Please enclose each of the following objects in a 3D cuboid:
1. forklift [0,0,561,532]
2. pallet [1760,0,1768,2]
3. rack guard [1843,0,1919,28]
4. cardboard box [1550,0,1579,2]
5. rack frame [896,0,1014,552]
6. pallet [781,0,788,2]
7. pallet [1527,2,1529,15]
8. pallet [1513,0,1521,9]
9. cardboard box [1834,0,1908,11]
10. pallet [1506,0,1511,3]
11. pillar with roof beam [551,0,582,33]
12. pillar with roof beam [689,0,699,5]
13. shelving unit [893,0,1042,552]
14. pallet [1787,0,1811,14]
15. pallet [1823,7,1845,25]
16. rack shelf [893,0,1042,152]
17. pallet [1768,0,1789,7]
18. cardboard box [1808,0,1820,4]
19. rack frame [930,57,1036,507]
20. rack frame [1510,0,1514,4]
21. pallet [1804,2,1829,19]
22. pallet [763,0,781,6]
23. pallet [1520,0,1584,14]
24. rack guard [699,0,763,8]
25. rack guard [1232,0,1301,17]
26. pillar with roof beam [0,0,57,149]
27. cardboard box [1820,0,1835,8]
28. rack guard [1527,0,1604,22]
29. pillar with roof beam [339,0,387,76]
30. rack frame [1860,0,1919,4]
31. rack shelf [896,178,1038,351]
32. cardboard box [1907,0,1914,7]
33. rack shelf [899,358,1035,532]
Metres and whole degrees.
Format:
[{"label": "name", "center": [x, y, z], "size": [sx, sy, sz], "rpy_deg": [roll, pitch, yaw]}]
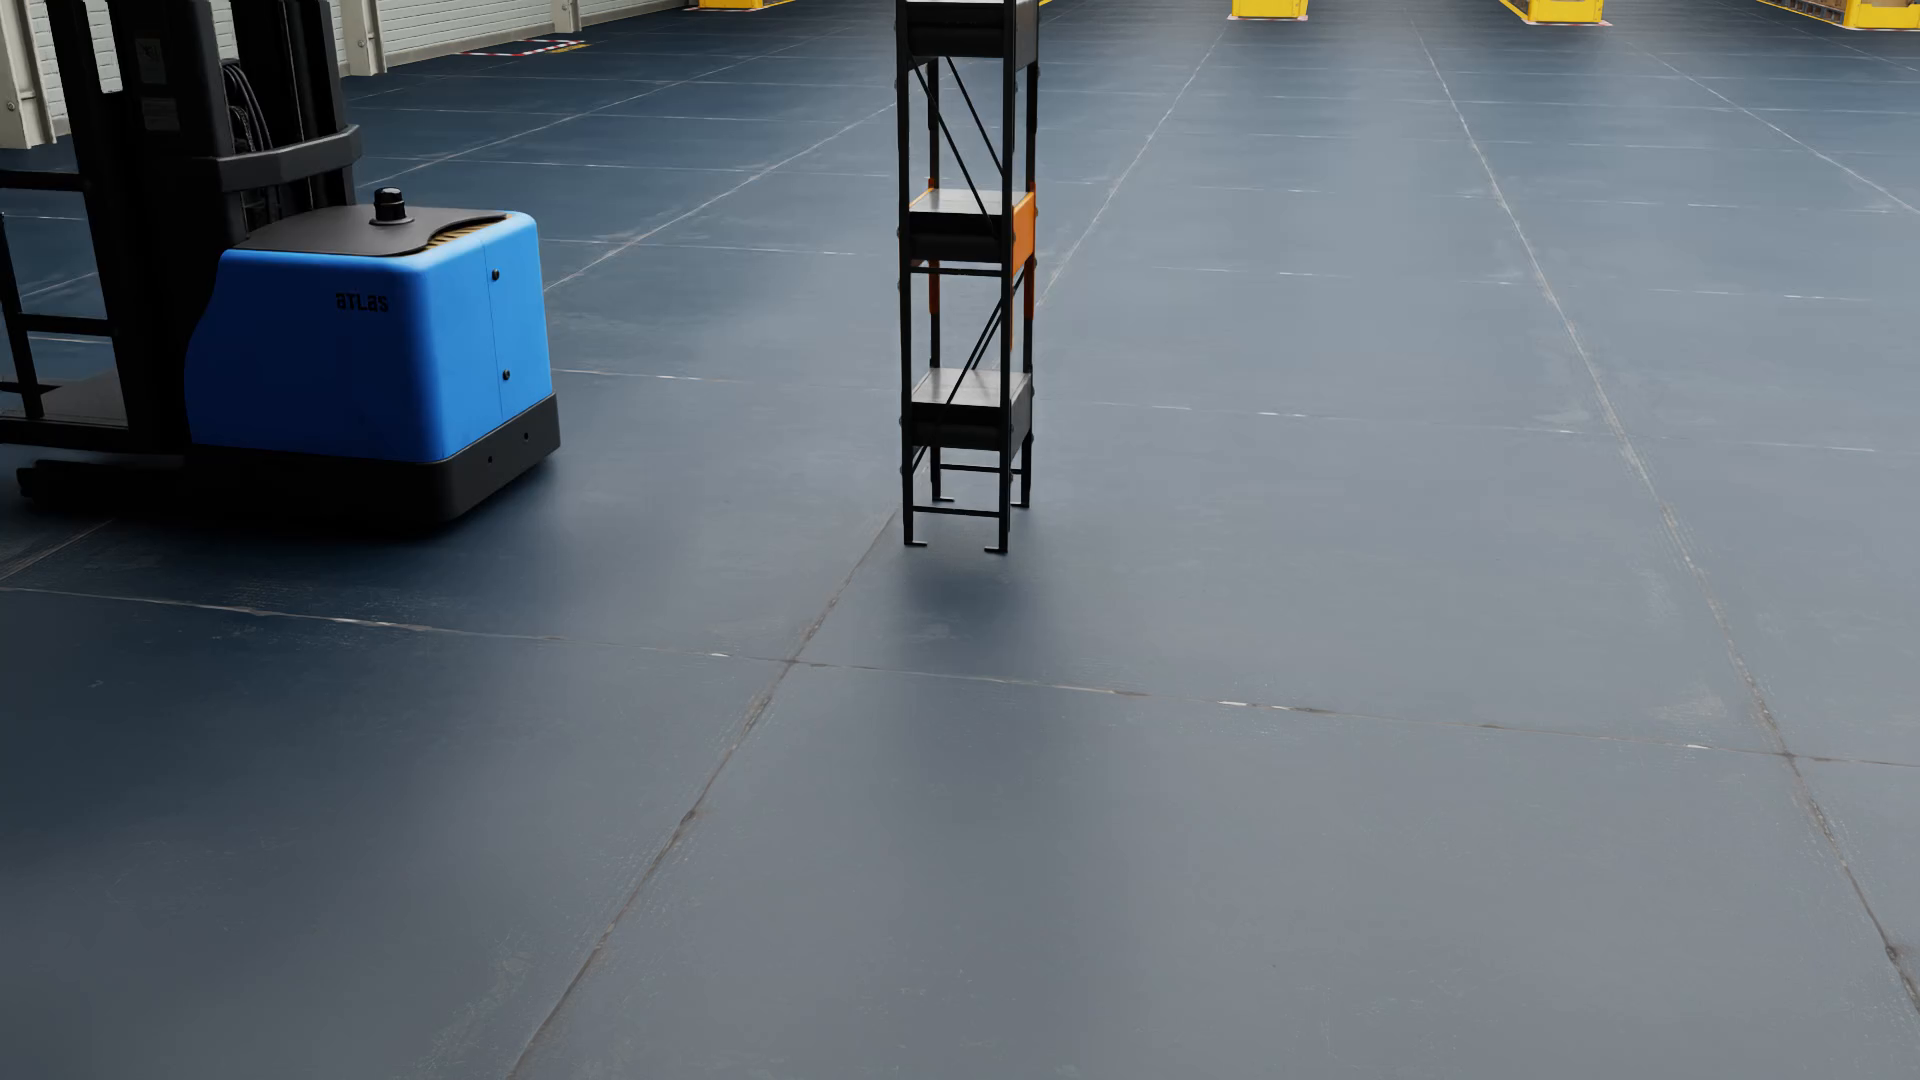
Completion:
[{"label": "forklift", "center": [-3.294, -1.669, 6.575], "size": [3.031, 2.935, 1.130], "rpy_deg": [5, 23, 13]}, {"label": "pallet", "center": [16.231, -10.684, 32.599], "size": [1.003, 0.211, 1.213], "rpy_deg": [4, 22, 11]}, {"label": "rack guard", "center": [15.080, -8.611, 27.064], "size": [1.175, 0.500, 0.348], "rpy_deg": [4, 22, 11]}, {"label": "cardboard box", "center": [10.394, -9.456, 28.602], "size": [0.500, 0.500, 0.500], "rpy_deg": [9, 24, 21]}, {"label": "rack frame", "center": [-0.016, -0.945, 5.890], "size": [0.400, 2.100, 0.015], "rpy_deg": [4, 22, 11]}, {"label": "pallet", "center": [-3.830, -10.800, 32.888], "size": [1.003, 0.211, 1.213], "rpy_deg": [4, 22, 11]}, {"label": "pallet", "center": [10.466, -9.223, 28.971], "size": [1.003, 0.211, 1.213], "rpy_deg": [4, 22, 11]}, {"label": "pallet", "center": [10.964, -10.115, 31.187], "size": [1.003, 0.211, 1.213], "rpy_deg": [4, 22, 11]}, {"label": "cardboard box", "center": [15.159, -9.241, 27.566], "size": [0.875, 0.875, 0.875], "rpy_deg": [5, 22, 11]}, {"label": "pallet", "center": [11.223, -10.648, 32.510], "size": [1.003, 0.211, 1.213], "rpy_deg": [4, 22, 11]}, {"label": "pillar with roof beam", "center": [-2.011, -11.909, 23.878], "size": [9.100, 9.000, 0.400], "rpy_deg": [4, 22, 11]}, {"label": "pillar with roof beam", "center": [-0.787, -14.103, 29.326], "size": [9.100, 9.000, 0.400], "rpy_deg": [4, 22, 11]}, {"label": "shelving unit", "center": [0.034, -1.035, 6.112], "size": [0.431, 2.100, 0.503], "rpy_deg": [4, 22, 11]}, {"label": "pallet", "center": [15.669, -9.676, 30.097], "size": [1.003, 0.211, 1.213], "rpy_deg": [4, 22, 11]}, {"label": "pallet", "center": [15.171, -8.784, 27.881], "size": [1.003, 0.211, 1.213], "rpy_deg": [4, 22, 11]}, {"label": "rack shelf", "center": [0.034, -1.671, 5.855], "size": [0.431, 0.518, 0.480], "rpy_deg": [4, 22, 11]}, {"label": "pallet", "center": [15.985, -10.236, 31.487], "size": [1.003, 0.211, 1.213], "rpy_deg": [4, 22, 11]}, {"label": "cardboard box", "center": [15.524, -9.896, 29.193], "size": [0.875, 0.875, 0.875], "rpy_deg": [5, 22, 11]}, {"label": "rack frame", "center": [0.084, -1.124, 6.333], "size": [0.400, 2.100, 0.015], "rpy_deg": [4, 22, 11]}, {"label": "rack frame", "center": [11.066, -11.657, 31.282], "size": [1.000, 3.000, 0.127], "rpy_deg": [4, 22, 11]}, {"label": "pallet", "center": [15.423, -9.229, 28.986], "size": [1.003, 0.211, 1.213], "rpy_deg": [4, 22, 11]}, {"label": "pallet", "center": [-4.082, -10.355, 31.784], "size": [1.003, 0.211, 1.213], "rpy_deg": [4, 22, 11]}, {"label": "pallet", "center": [10.717, -9.668, 30.075], "size": [1.003, 0.211, 1.213], "rpy_deg": [4, 22, 11]}, {"label": "rack guard", "center": [-4.282, -10.195, 30.999], "size": [1.175, 0.500, 0.348], "rpy_deg": [4, 22, 11]}, {"label": "rack guard", "center": [5.371, -9.443, 29.132], "size": [1.175, 0.500, 0.348], "rpy_deg": [4, 22, 11]}, {"label": "pillar with roof beam", "center": [-4.460, -7.520, 12.981], "size": [9.100, 9.000, 0.400], "rpy_deg": [4, 22, 11]}, {"label": "cardboard box", "center": [15.336, -9.563, 28.365], "size": [0.875, 0.875, 0.875], "rpy_deg": [4, 22, 10]}, {"label": "rack guard", "center": [10.265, -9.062, 28.186], "size": [1.175, 0.500, 0.348], "rpy_deg": [4, 22, 11]}, {"label": "pillar with roof beam", "center": [-3.236, -9.715, 18.429], "size": [9.100, 9.000, 0.400], "rpy_deg": [4, 22, 11]}, {"label": "rack frame", "center": [15.085, -9.779, 26.619], "size": [1.000, 3.000, 0.127], "rpy_deg": [4, 22, 11]}, {"label": "rack shelf", "center": [0.034, -1.022, 6.117], "size": [0.431, 0.518, 0.480], "rpy_deg": [4, 22, 11]}, {"label": "cardboard box", "center": [16.589, -9.438, 29.114], "size": [0.500, 0.500, 0.500], "rpy_deg": [8, 23, 20]}, {"label": "rack shelf", "center": [0.034, -0.373, 6.378], "size": [0.431, 0.518, 0.480], "rpy_deg": [4, 22, 11]}]
